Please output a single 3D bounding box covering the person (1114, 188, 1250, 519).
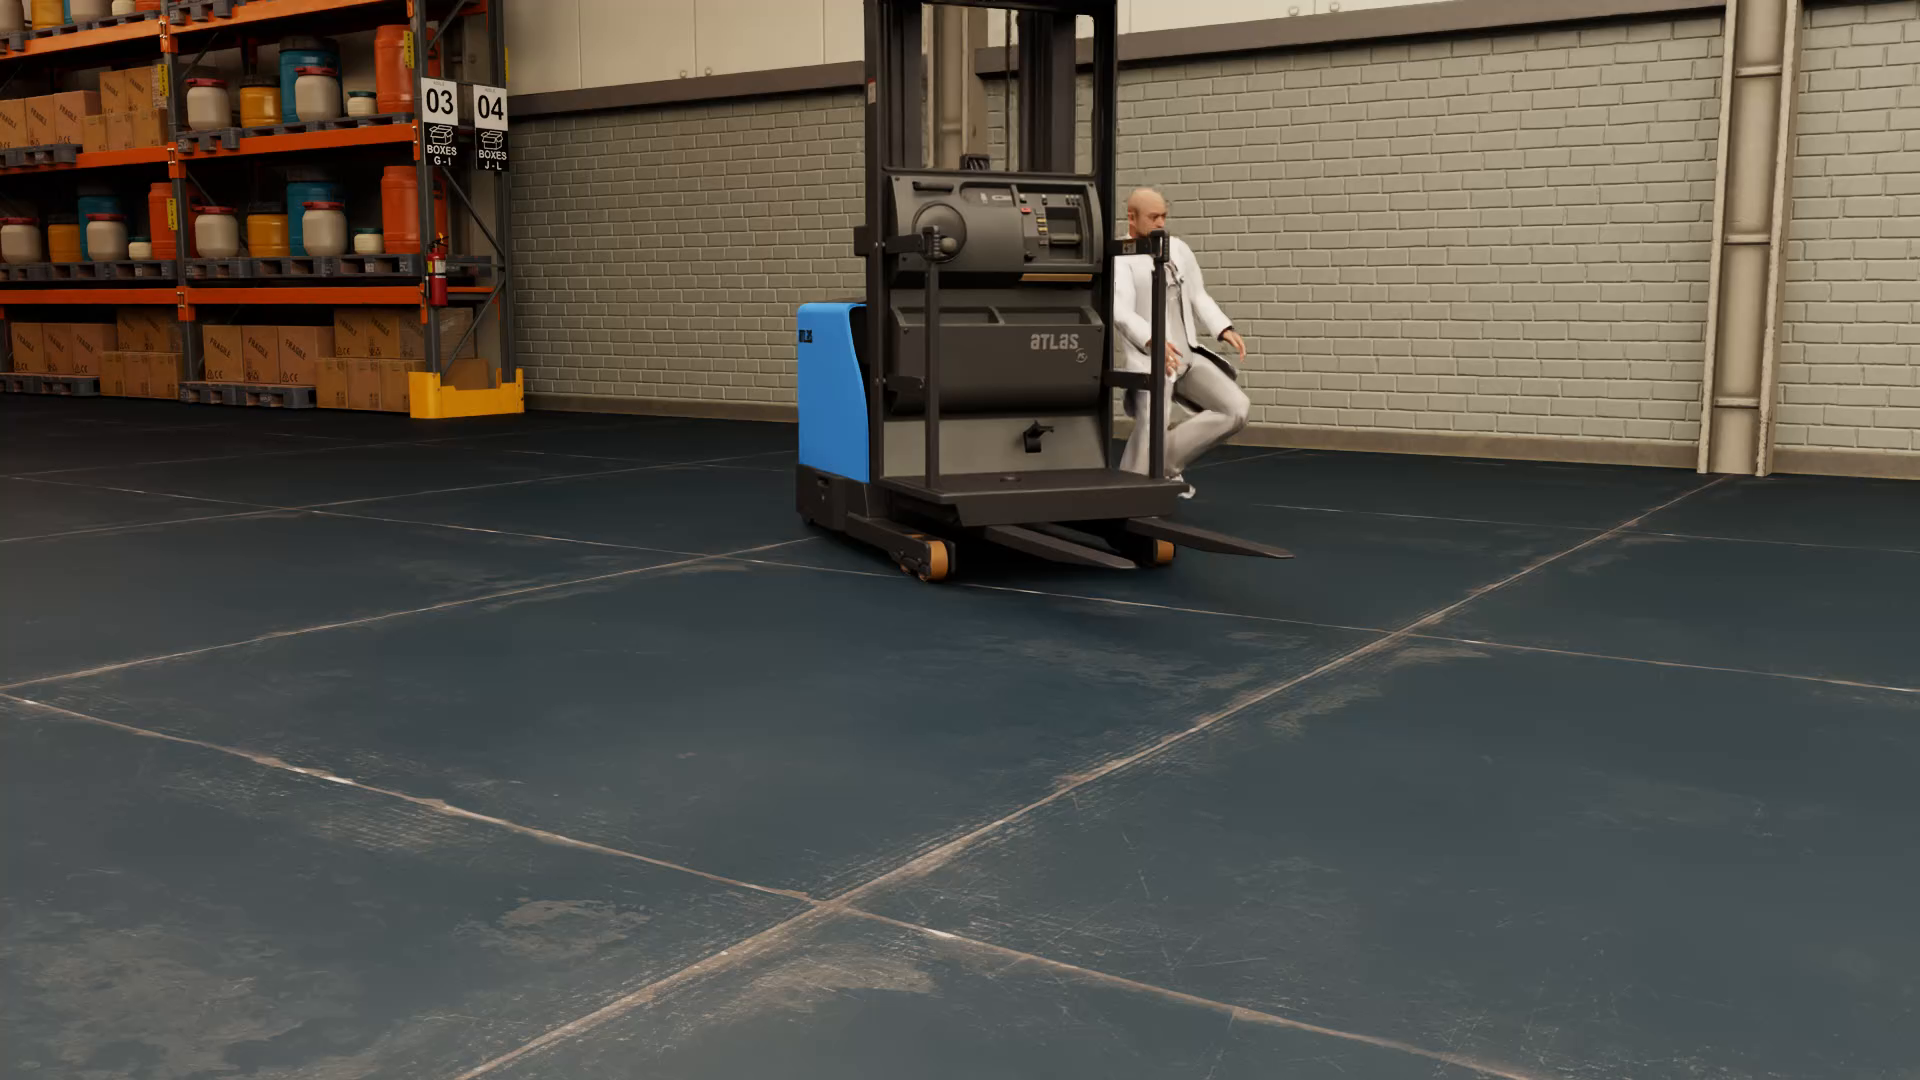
[{"bbox_3d":[1.032,-0.868,7.963,0.808,1.618,0.706,-6,10,-35],"label":"person"}]

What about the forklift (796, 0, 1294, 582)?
[{"bbox_3d":[0.245,-1.355,6.719,1.130,2.935,3.031,-3,9,-22],"label":"forklift"}]
